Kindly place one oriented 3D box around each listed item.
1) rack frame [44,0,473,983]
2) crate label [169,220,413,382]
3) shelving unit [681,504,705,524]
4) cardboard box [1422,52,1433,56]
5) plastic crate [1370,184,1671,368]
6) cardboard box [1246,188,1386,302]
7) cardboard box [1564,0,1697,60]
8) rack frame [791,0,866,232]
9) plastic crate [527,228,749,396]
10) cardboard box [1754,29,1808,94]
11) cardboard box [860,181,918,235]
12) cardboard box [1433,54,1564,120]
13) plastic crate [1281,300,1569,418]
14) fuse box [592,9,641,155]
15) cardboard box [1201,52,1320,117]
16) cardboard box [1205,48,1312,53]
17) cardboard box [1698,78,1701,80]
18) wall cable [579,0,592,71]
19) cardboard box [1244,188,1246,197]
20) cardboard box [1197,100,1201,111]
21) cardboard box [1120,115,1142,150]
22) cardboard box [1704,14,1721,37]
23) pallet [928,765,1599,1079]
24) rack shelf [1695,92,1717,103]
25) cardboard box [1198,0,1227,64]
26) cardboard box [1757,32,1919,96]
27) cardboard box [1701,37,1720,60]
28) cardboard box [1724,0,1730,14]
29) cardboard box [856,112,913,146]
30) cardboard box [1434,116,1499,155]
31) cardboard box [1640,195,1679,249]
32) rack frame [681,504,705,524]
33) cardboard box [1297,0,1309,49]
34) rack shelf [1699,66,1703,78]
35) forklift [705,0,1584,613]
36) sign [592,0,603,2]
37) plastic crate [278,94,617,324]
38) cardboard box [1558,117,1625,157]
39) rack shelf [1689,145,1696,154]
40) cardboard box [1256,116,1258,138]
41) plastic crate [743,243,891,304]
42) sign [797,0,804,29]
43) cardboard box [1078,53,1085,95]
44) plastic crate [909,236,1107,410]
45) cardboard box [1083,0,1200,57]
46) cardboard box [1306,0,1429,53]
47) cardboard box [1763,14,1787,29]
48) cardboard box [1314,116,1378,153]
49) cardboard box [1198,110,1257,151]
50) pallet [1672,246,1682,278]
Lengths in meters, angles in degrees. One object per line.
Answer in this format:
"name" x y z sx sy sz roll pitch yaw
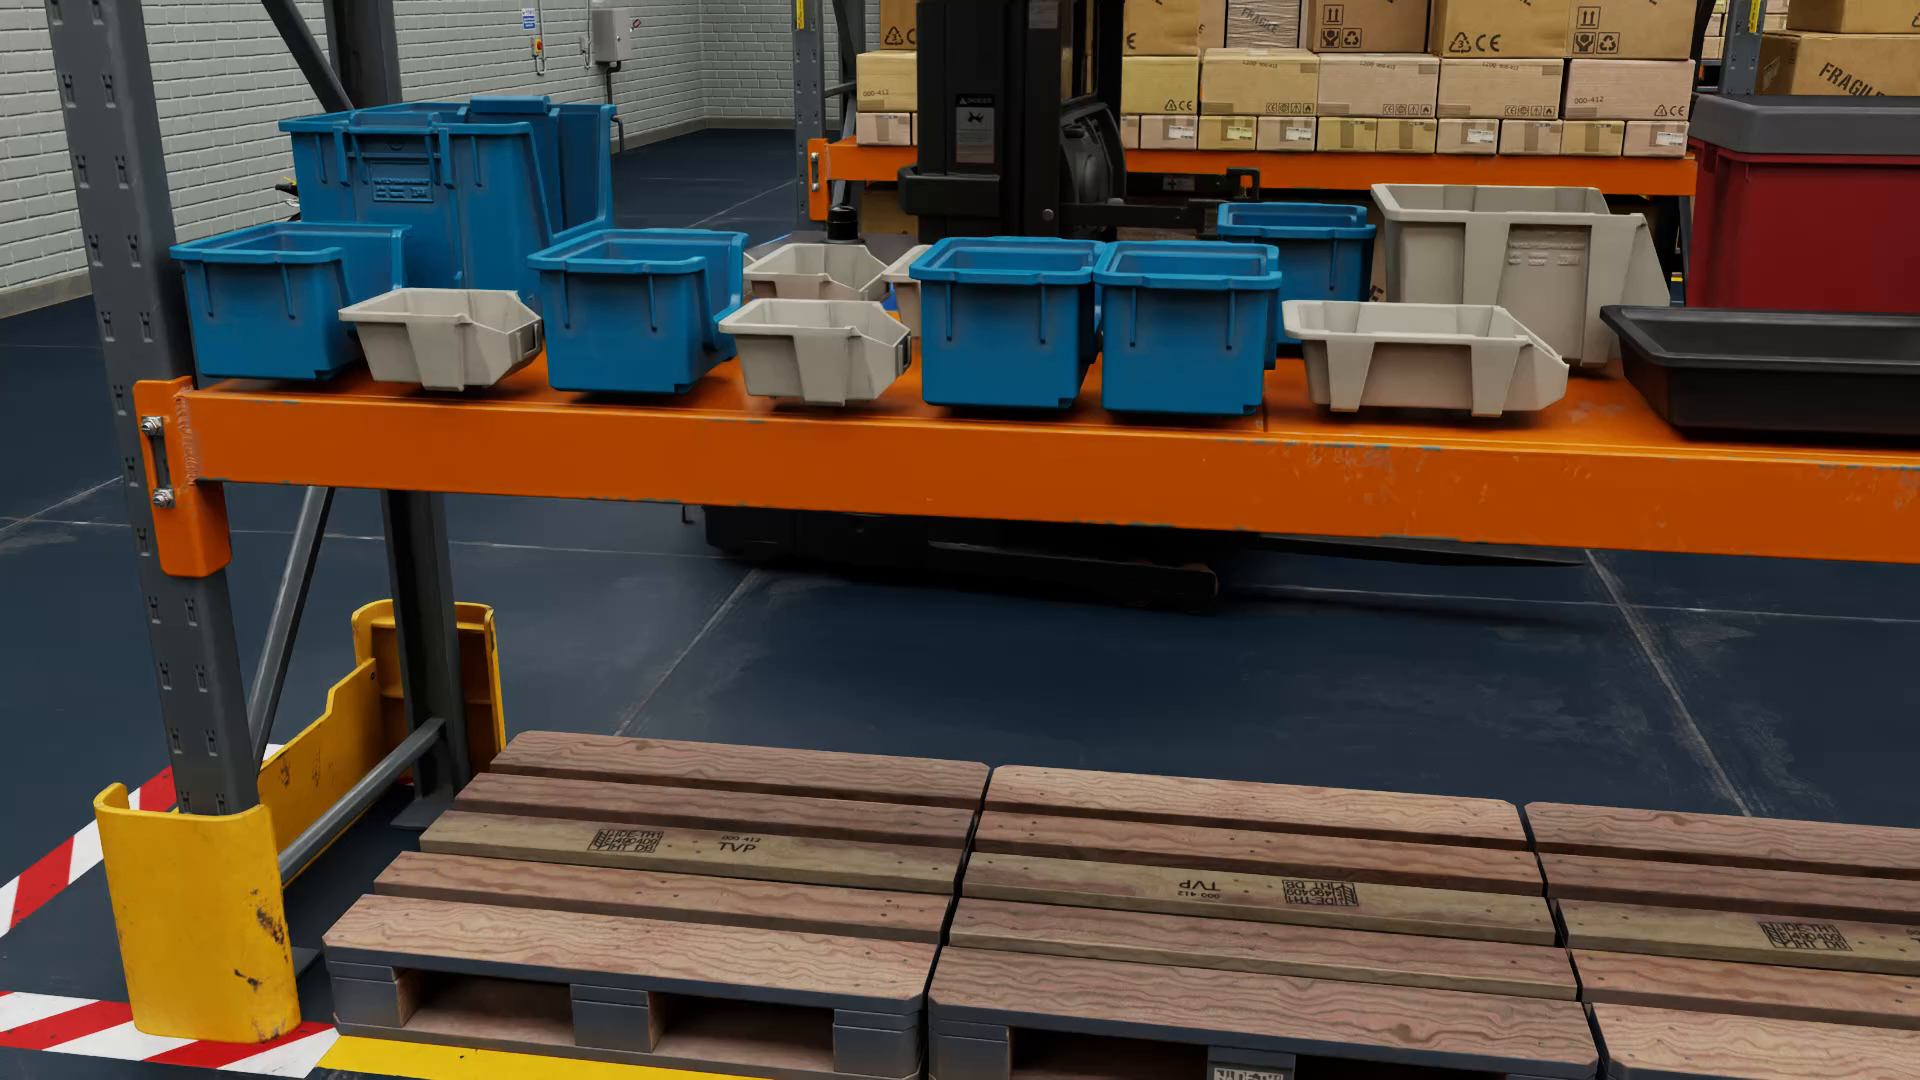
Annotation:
"rack frame" -1.403 -0.611 3.401 0.127 3.000 1.000 3 19 9
"crate label" -1.211 -0.444 3.073 0.303 0.233 0.416 3 19 9
"shelving unit" -0.937 -0.581 6.384 0.252 1.050 0.215 5 19 15
"cardboard box" 2.420 -2.163 7.809 0.500 0.250 0.500 3 19 8
"plastic crate" 1.068 -0.516 3.211 0.530 0.282 0.437 3 19 9
"cardboard box" 1.805 -1.256 8.017 0.875 0.875 0.875 3 19 9
"cardboard box" 2.836 -2.326 7.113 0.500 0.500 0.500 3 19 10
"rack frame" -0.617 -2.162 8.039 0.127 3.000 1.000 3 19 9
"plastic crate" -0.561 -0.411 2.974 0.300 0.233 0.416 3 19 9
"cardboard box" 3.838 -2.071 7.607 0.500 0.500 0.500 3 19 9
"cardboard box" 0.028 -1.347 8.288 0.875 0.875 0.875 3 19 9
"cardboard box" 2.344 -1.996 7.310 0.500 0.250 0.500 3 19 10
"plastic crate" 0.780 -0.306 2.812 0.466 0.136 0.293 3 19 9
"fuse box" -4.139 -5.583 20.293 0.414 1.711 0.539 3 19 9
"cardboard box" 1.340 -2.049 7.466 0.500 0.250 0.500 3 19 8
"cardboard box" 1.422 -2.215 7.963 0.500 0.250 0.500 3 19 9
"cardboard box" 7.305 -4.163 16.705 0.875 0.875 0.875 3 19 9
"wall cable" -4.403 -6.470 19.312 0.122 1.984 0.588 3 19 9
"cardboard box" 2.036 -2.648 12.383 0.250 0.149 0.380 3 19 9
"cardboard box" 1.052 -2.065 8.143 0.250 0.149 0.380 3 19 9
"cardboard box" 0.696 -1.871 7.563 0.250 0.149 0.380 3 19 8
"cardboard box" 5.046 -3.542 11.427 0.250 0.149 0.380 3 19 10
"pallet" 0.607 0.827 3.498 1.213 0.211 1.003 3 19 9
"rack shelf" 6.194 -3.068 11.879 4.000 0.370 1.077 3 19 9
"cardboard box" 1.683 -3.743 12.136 0.500 0.500 0.500 3 19 9
"cardboard box" 3.747 -1.907 7.118 0.500 0.500 0.500 3 19 9
"cardboard box" 5.056 -3.400 11.472 0.250 0.149 0.380 3 19 9
"cardboard box" 5.310 -3.669 11.338 0.250 0.149 0.380 3 19 8
"cardboard box" -0.319 -1.922 7.716 0.250 0.149 0.380 3 19 9
"cardboard box" 2.218 -1.794 7.332 0.250 0.149 0.380 3 19 10
"cardboard box" 4.906 -2.403 12.037 0.500 0.500 0.500 4 19 11
"rack frame" -1.054 -0.591 6.415 0.008 1.050 0.200 5 19 15
"cardboard box" 2.693 -3.686 11.966 0.500 0.500 0.500 3 19 8
"rack shelf" 6.879 -4.624 16.529 4.000 0.370 1.077 3 19 9
"forklift" 0.648 -1.333 5.667 3.031 2.935 1.130 5 19 15
"sign" -4.352 -6.579 19.937 0.001 0.242 0.339 3 19 9
"plastic crate" -1.042 -0.698 3.511 0.499 0.435 0.616 3 19 9
"cardboard box" 2.725 -1.768 7.255 0.250 0.149 0.380 3 19 10
"rack shelf" 5.307 -1.519 7.250 4.000 0.370 1.077 3 19 9
"cardboard box" 1.554 -2.039 8.066 0.250 0.149 0.380 2 19 7
"plastic crate" -0.285 -0.511 3.423 0.243 0.136 0.396 3 19 9
"sign" -0.711 -2.437 7.370 0.005 0.325 0.100 3 19 9
"cardboard box" 0.328 -2.100 7.618 0.500 0.250 0.500 3 19 8
"plastic crate" 0.089 -0.378 2.875 0.300 0.233 0.416 3 19 9
"cardboard box" 0.820 -2.430 7.424 0.500 0.500 0.500 2 19 7
"cardboard box" 1.901 -2.543 7.761 0.500 0.500 0.500 2 19 7
"cardboard box" 5.569 -3.516 11.350 0.250 0.149 0.380 4 19 11
"cardboard box" 1.711 -1.819 7.409 0.250 0.149 0.380 3 19 8
"cardboard box" 1.200 -1.845 7.486 0.250 0.149 0.380 2 19 7
"pallet" 4.988 -2.149 12.393 1.213 0.211 1.003 3 19 9
